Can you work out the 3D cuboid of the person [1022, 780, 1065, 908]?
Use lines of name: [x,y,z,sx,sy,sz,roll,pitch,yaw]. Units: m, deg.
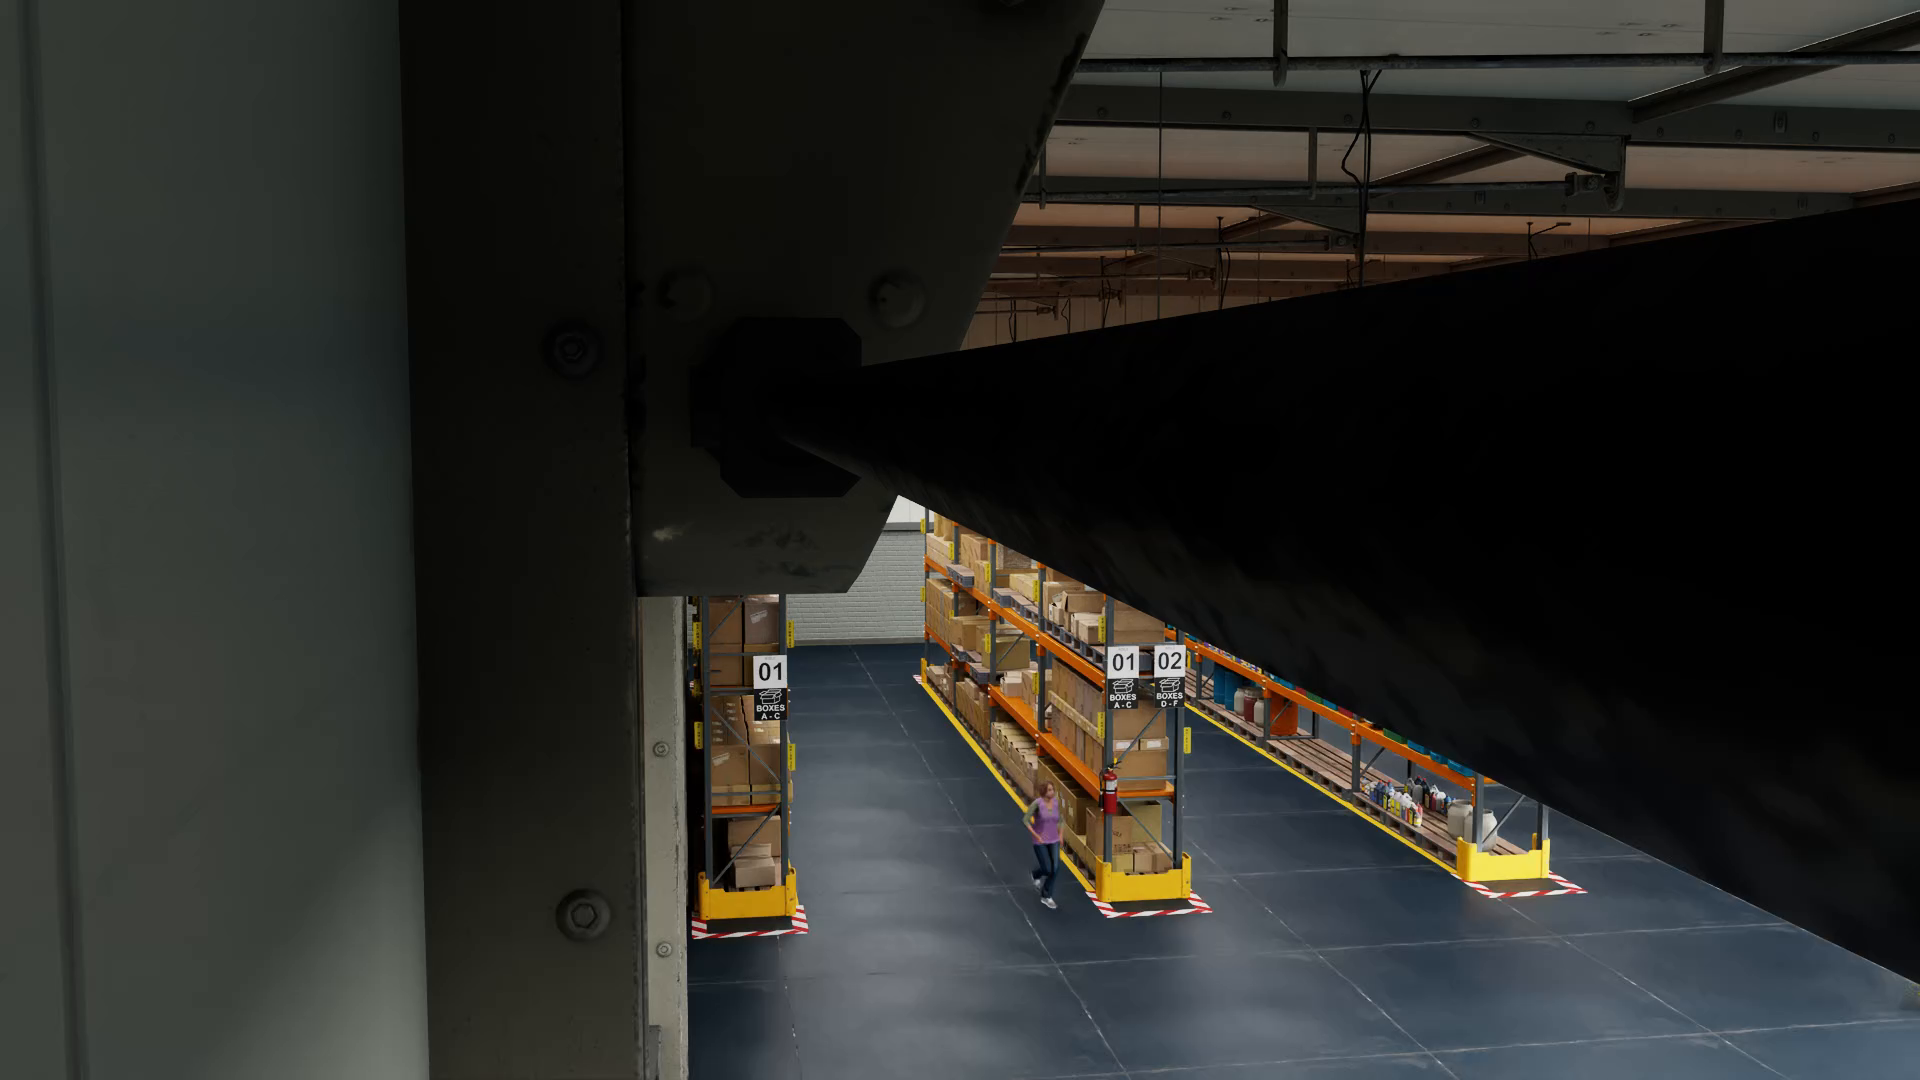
person: [1.047,3.750,20.638,0.573,1.573,0.509,-2,5,-23]
